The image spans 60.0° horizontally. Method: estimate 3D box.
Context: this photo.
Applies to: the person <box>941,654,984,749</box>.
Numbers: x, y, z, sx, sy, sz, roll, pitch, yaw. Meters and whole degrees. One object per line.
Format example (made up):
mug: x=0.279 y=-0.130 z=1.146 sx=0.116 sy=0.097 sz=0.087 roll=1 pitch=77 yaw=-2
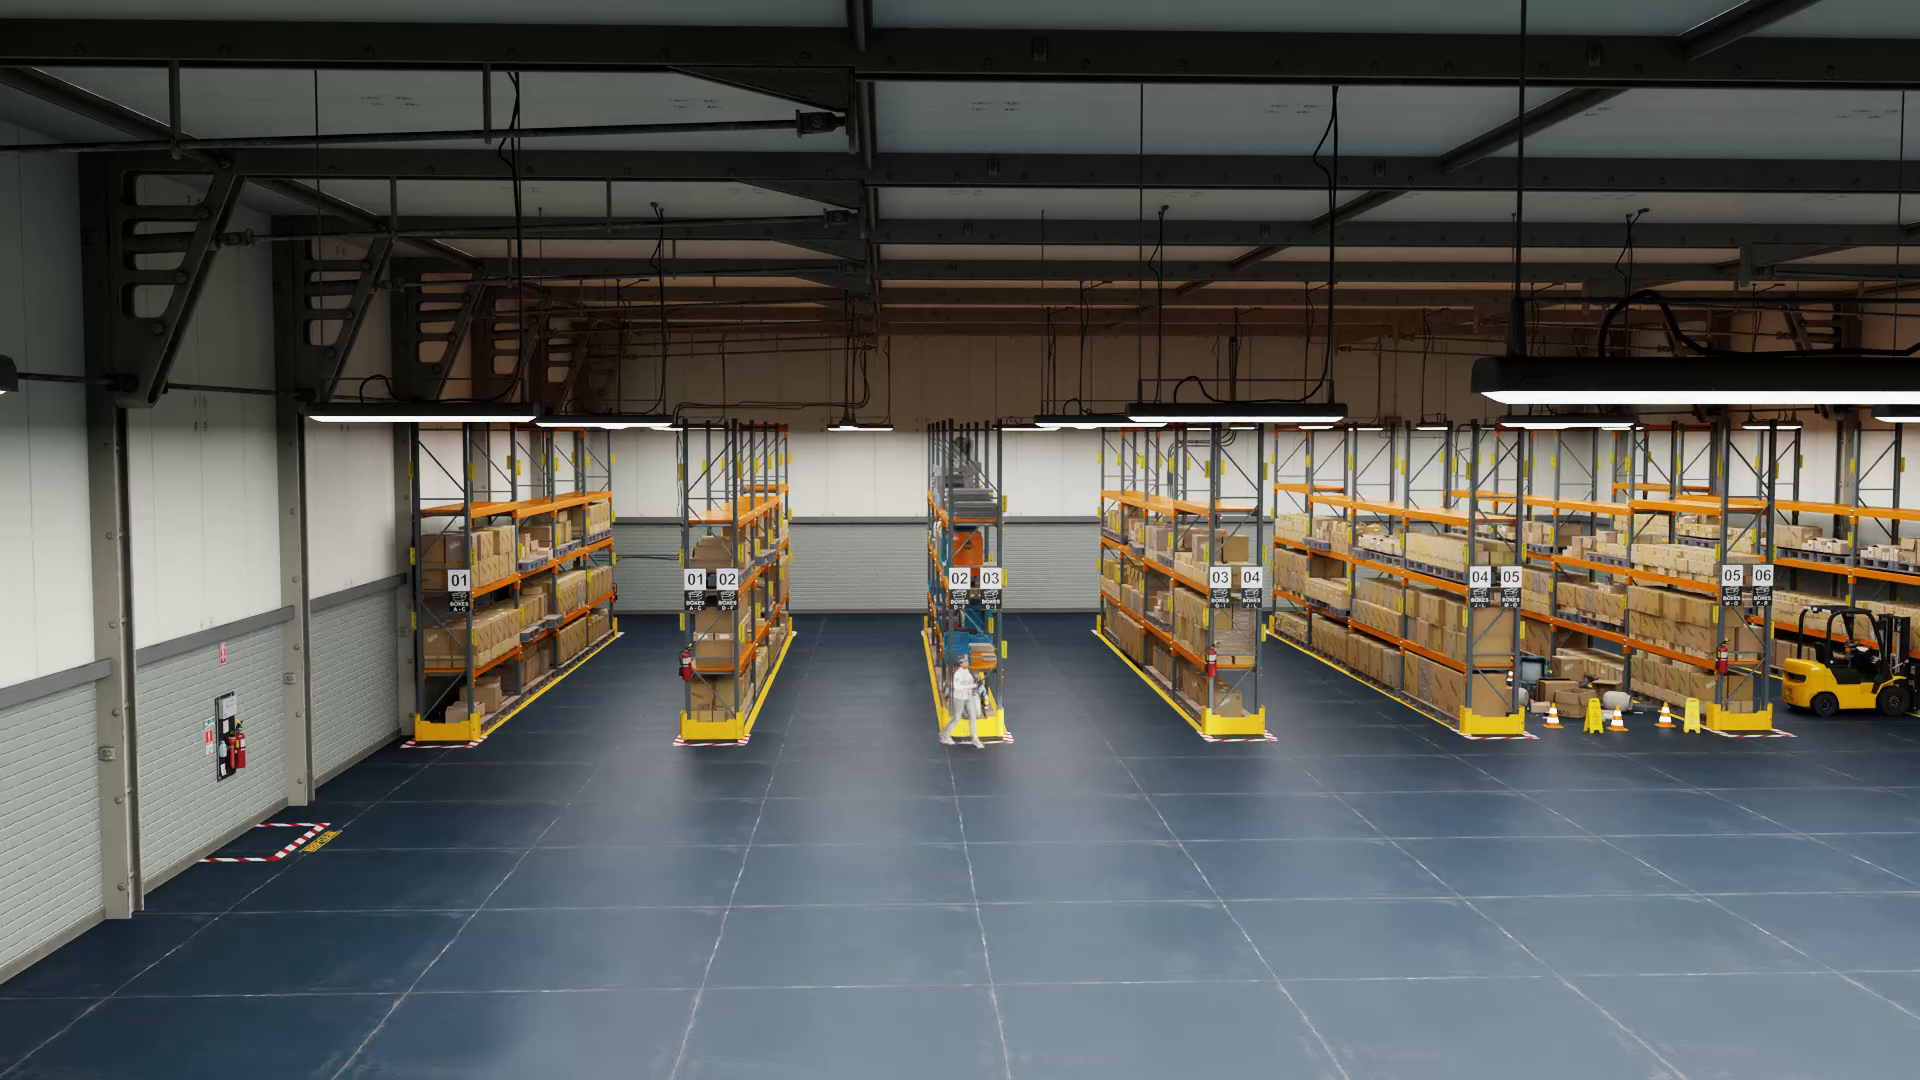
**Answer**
person: x=0.051 y=2.914 z=30.237 sx=0.870 sy=1.711 sz=0.611 roll=2 pitch=4 yaw=33
